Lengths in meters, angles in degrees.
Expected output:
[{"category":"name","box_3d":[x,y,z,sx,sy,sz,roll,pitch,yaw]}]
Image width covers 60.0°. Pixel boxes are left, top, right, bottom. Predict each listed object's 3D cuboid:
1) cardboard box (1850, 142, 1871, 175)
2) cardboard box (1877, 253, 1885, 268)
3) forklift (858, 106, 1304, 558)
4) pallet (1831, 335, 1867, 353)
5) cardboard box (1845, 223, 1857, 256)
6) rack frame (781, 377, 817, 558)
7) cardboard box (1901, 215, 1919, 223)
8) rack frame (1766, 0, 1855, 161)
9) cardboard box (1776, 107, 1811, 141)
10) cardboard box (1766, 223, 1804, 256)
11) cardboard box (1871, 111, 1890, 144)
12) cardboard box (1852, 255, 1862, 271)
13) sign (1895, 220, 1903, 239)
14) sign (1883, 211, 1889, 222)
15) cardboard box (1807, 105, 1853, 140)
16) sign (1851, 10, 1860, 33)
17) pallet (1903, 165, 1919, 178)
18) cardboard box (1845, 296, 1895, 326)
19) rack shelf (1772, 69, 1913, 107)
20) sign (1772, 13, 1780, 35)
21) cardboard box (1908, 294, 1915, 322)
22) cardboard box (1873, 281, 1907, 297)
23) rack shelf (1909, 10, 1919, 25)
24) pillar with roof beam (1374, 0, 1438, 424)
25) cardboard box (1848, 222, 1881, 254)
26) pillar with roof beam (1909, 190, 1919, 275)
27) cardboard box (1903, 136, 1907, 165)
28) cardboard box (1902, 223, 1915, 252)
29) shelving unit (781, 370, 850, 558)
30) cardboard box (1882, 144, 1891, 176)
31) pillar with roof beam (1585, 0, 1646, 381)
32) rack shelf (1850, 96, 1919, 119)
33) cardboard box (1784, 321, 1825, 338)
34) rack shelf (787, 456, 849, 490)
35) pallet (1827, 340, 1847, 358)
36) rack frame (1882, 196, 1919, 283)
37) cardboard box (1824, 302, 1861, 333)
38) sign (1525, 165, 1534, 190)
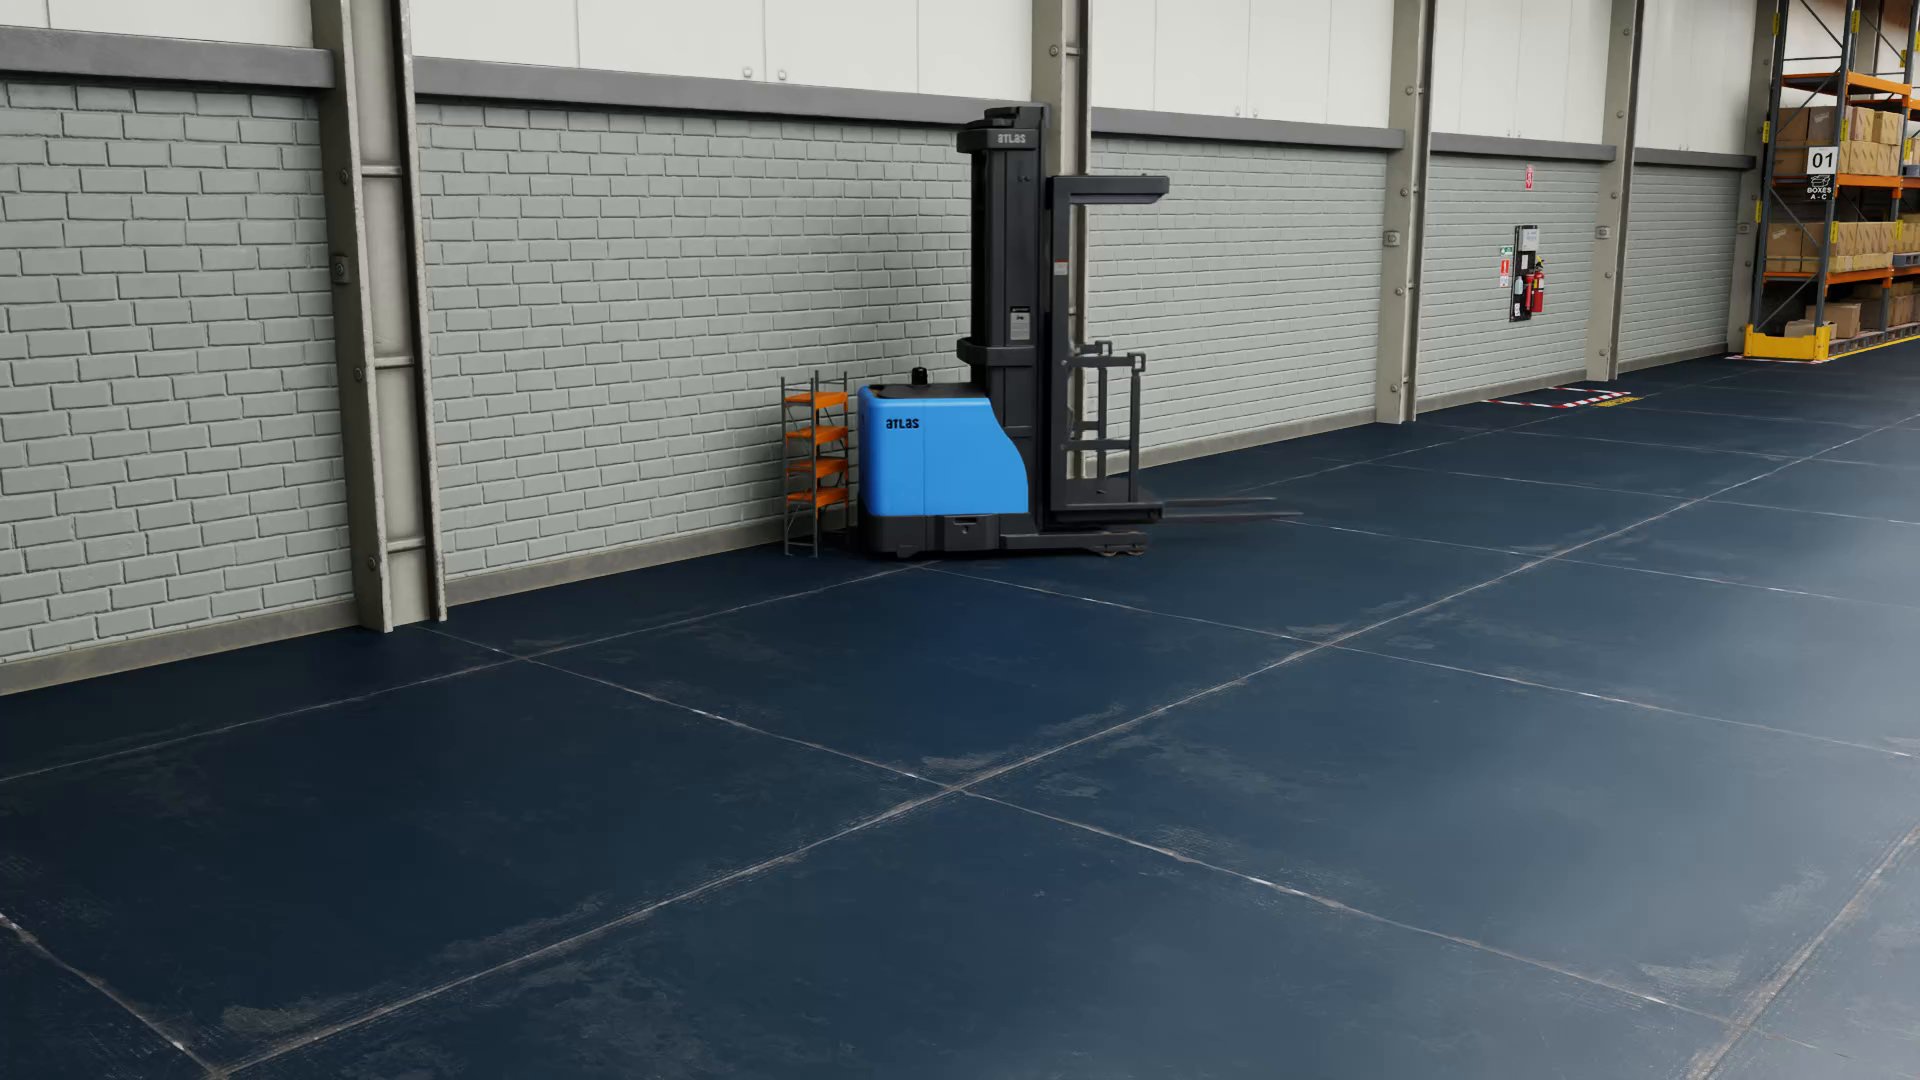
[{"category":"cardboard box","box_3d":[14.004,-6.024,26.246,0.500,0.500,0.500,11,16,43]},{"category":"cardboard box","box_3d":[15.095,-4.669,27.762,0.500,0.250,0.500,10,15,41]},{"category":"forklift","box_3d":[0.832,-1.426,11.366,3.031,2.935,1.130,-2,11,-8]},{"category":"pallet","box_3d":[14.293,-3.263,27.509,1.003,0.211,1.213,10,15,40]},{"category":"cardboard box","box_3d":[13.749,-4.732,26.164,0.500,0.500,0.500,10,15,41]},{"category":"rack frame","box_3d":[-1.068,-0.480,11.051,0.240,1.200,0.015,5,12,22]},{"category":"cardboard box","box_3d":[17.749,-5.982,30.966,0.380,0.149,0.250,7,13,31]},{"category":"rack frame","box_3d":[12.875,-7.267,25.122,1.000,3.000,0.127,10,15,40]},{"category":"cardboard box","box_3d":[12.963,-6.443,25.793,0.500,0.500,0.500,11,15,43]},{"category":"cardboard box","box_3d":[13.026,-4.726,26.134,0.500,0.500,0.500,10,15,40]},{"category":"cardboard box","box_3d":[14.697,-6.665,26.906,0.500,0.500,0.500,9,14,38]},{"category":"cardboard box","box_3d":[14.108,-4.445,26.640,0.500,0.250,0.500,9,15,39]},{"category":"sign","box_3d":[15.928,-5.270,28.226,0.100,0.325,0.005,10,15,40]},{"category":"sign","box_3d":[17.737,-6.142,31.846,0.100,0.325,0.005,10,15,40]},{"category":"cardboard box","box_3d":[13.311,-6.371,25.433,0.500,0.500,0.500,8,14,36]},{"category":"sign","box_3d":[13.282,-7.694,24.672,0.100,0.325,0.005,10,15,40]},{"category":"pallet","box_3d":[16.003,-6.370,28.767,1.213,0.211,1.003,10,15,40]},{"category":"cardboard box","box_3d":[16.292,-4.097,29.824,0.700,0.500,0.500,9,15,39]},{"category":"rack shelf","box_3d":[14.195,-7.207,26.666,1.077,0.370,4.000,10,15,40]},{"category":"sign","box_3d":[12.471,-7.878,25.389,0.100,0.325,0.005,10,15,40]},{"category":"cardboard box","box_3d":[17.292,-4.319,30.936,0.700,0.500,0.500,10,15,40]},{"category":"cardboard box","box_3d":[16.960,-4.596,30.406,0.500,0.250,0.500,10,15,40]},{"category":"rack shelf","box_3d":[19.476,-10.016,32.233,1.077,0.370,4.000,10,15,40]},{"category":"pillar with roof beam","box_3d":[8.000,-5.160,14.572,9.100,9.000,0.400,10,15,40]},{"category":"cardboard box","box_3d":[14.770,-4.962,27.312,0.500,0.500,0.500,9,15,39]},{"category":"pillar with roof beam","box_3d":[23.842,-8.691,32.250,9.100,9.000,0.400,10,15,40]},{"category":"cardboard box","box_3d":[15.936,-6.710,28.662,0.500,0.500,0.500,-9,15,-39]},{"category":"cardboard box","box_3d":[16.662,-5.432,29.868,0.500,0.500,0.700,-10,15,-40]},{"category":"shelving unit","box_3d":[-0.975,-0.524,11.273,0.258,1.200,0.503,5,12,22]},{"category":"cardboard box","box_3d":[15.024,-6.265,27.454,0.500,0.500,0.500,8,14,36]},{"category":"pillar with roof beam","box_3d":[11.960,-6.043,18.991,9.100,9.000,0.400,10,15,40]},{"category":"rack shelf","box_3d":[16.835,-7.601,29.652,1.077,0.370,4.000,10,15,40]},{"category":"cardboard box","box_3d":[13.399,-3.313,26.381,0.500,0.311,0.500,8,14,34]},{"category":"rack shelf","box_3d":[-0.975,-0.458,11.286,0.258,0.148,0.480,5,12,22]},{"category":"pallet","box_3d":[13.488,-3.084,26.614,1.003,0.211,1.213,10,15,40]},{"category":"rack frame","box_3d":[18.156,-5.503,31.603,1.000,3.000,0.127,10,15,40]},{"category":"cardboard box","box_3d":[14.860,-3.746,28.068,0.500,0.500,0.500,8,14,36]},{"category":"sign","box_3d":[6.986,-4.447,20.401,0.001,0.298,0.199,10,15,40]}]
